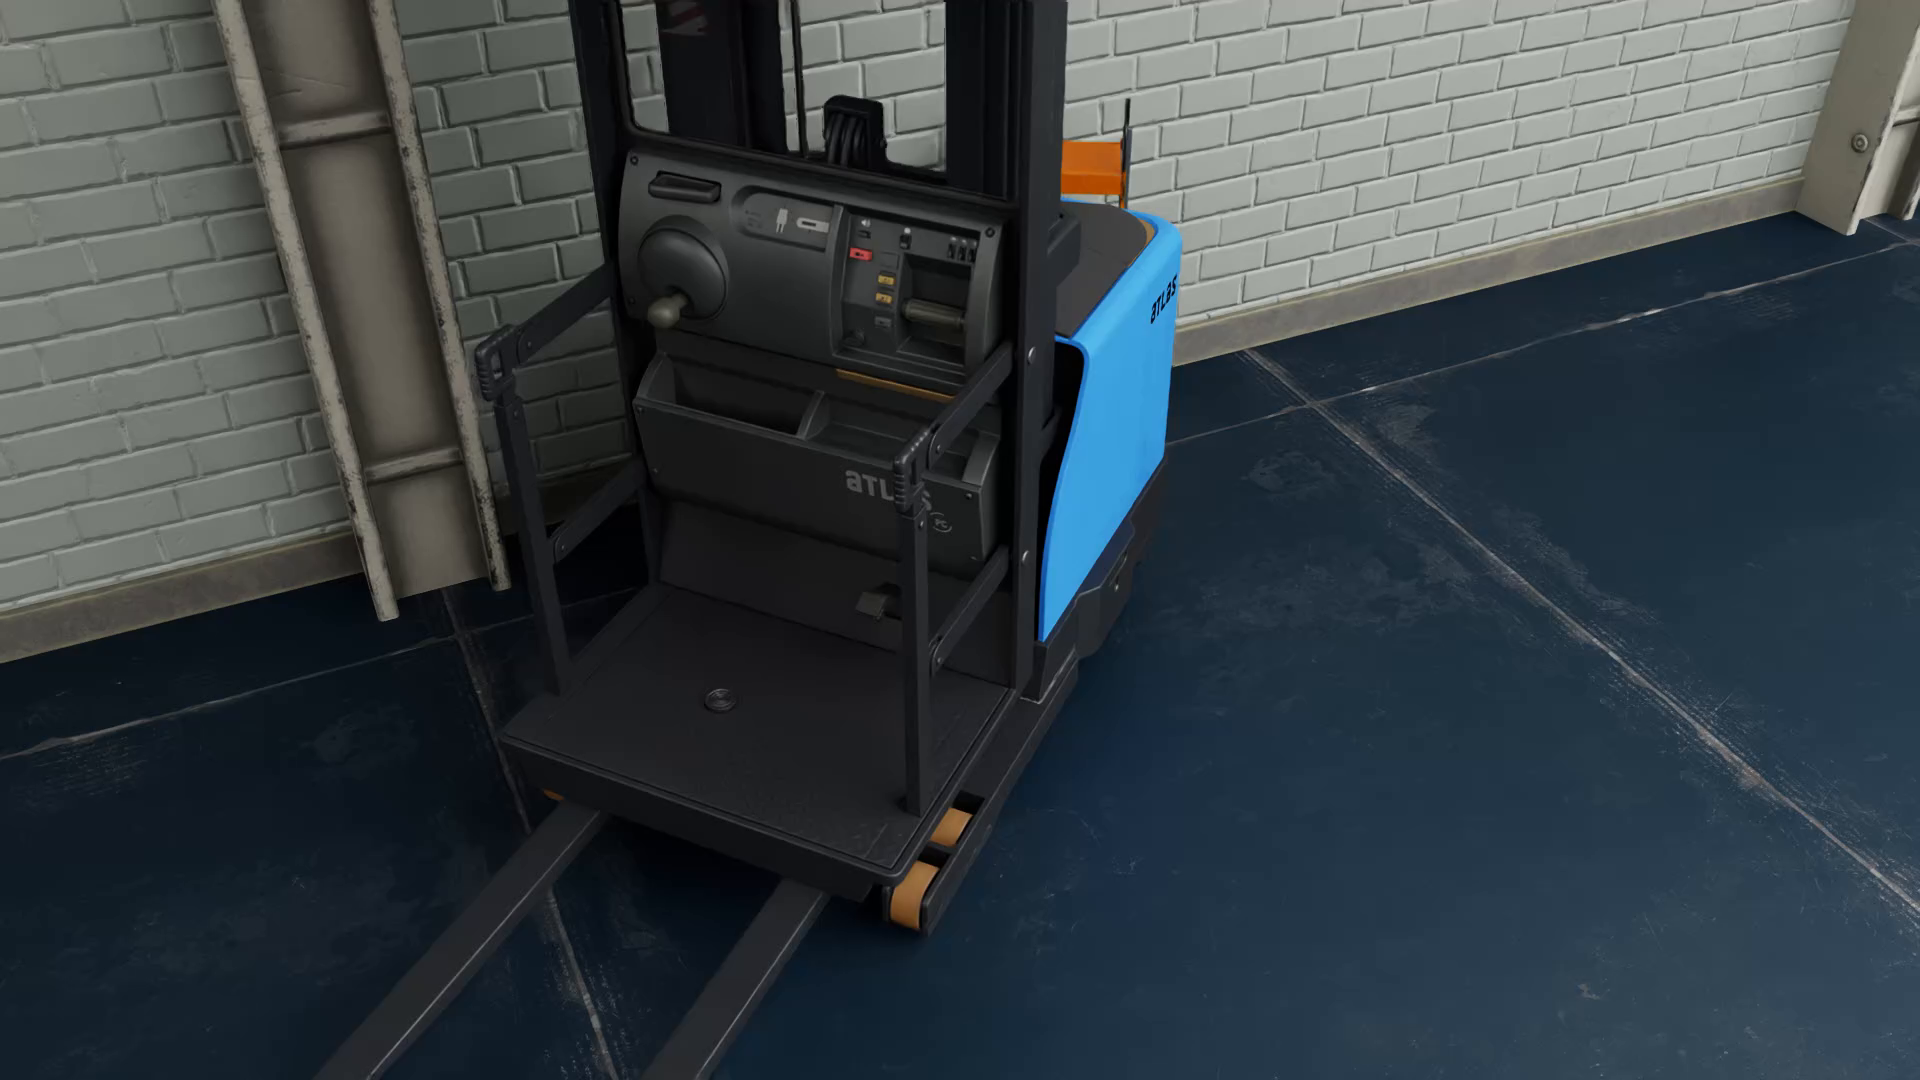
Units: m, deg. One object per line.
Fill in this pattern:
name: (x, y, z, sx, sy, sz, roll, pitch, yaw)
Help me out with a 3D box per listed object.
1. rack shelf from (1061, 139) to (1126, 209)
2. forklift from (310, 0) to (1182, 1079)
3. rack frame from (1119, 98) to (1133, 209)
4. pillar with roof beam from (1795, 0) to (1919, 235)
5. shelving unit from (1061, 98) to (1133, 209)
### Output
rack shelf: (0.259, -1.111, 5.082, 0.480, 0.148, 0.258, 2, 37, 3)
forklift: (-0.434, -0.539, 3.516, 1.130, 2.935, 3.031, 15, 39, 20)
rack frame: (0.503, -0.788, 5.305, 0.015, 1.200, 0.240, 2, 37, 3)
pillar with roof beam: (5.657, -2.701, 1.338, 0.400, 9.000, 9.100, -16, 39, -20)
shelving unit: (0.259, -0.796, 5.316, 0.503, 1.200, 0.258, 2, 37, 3)
